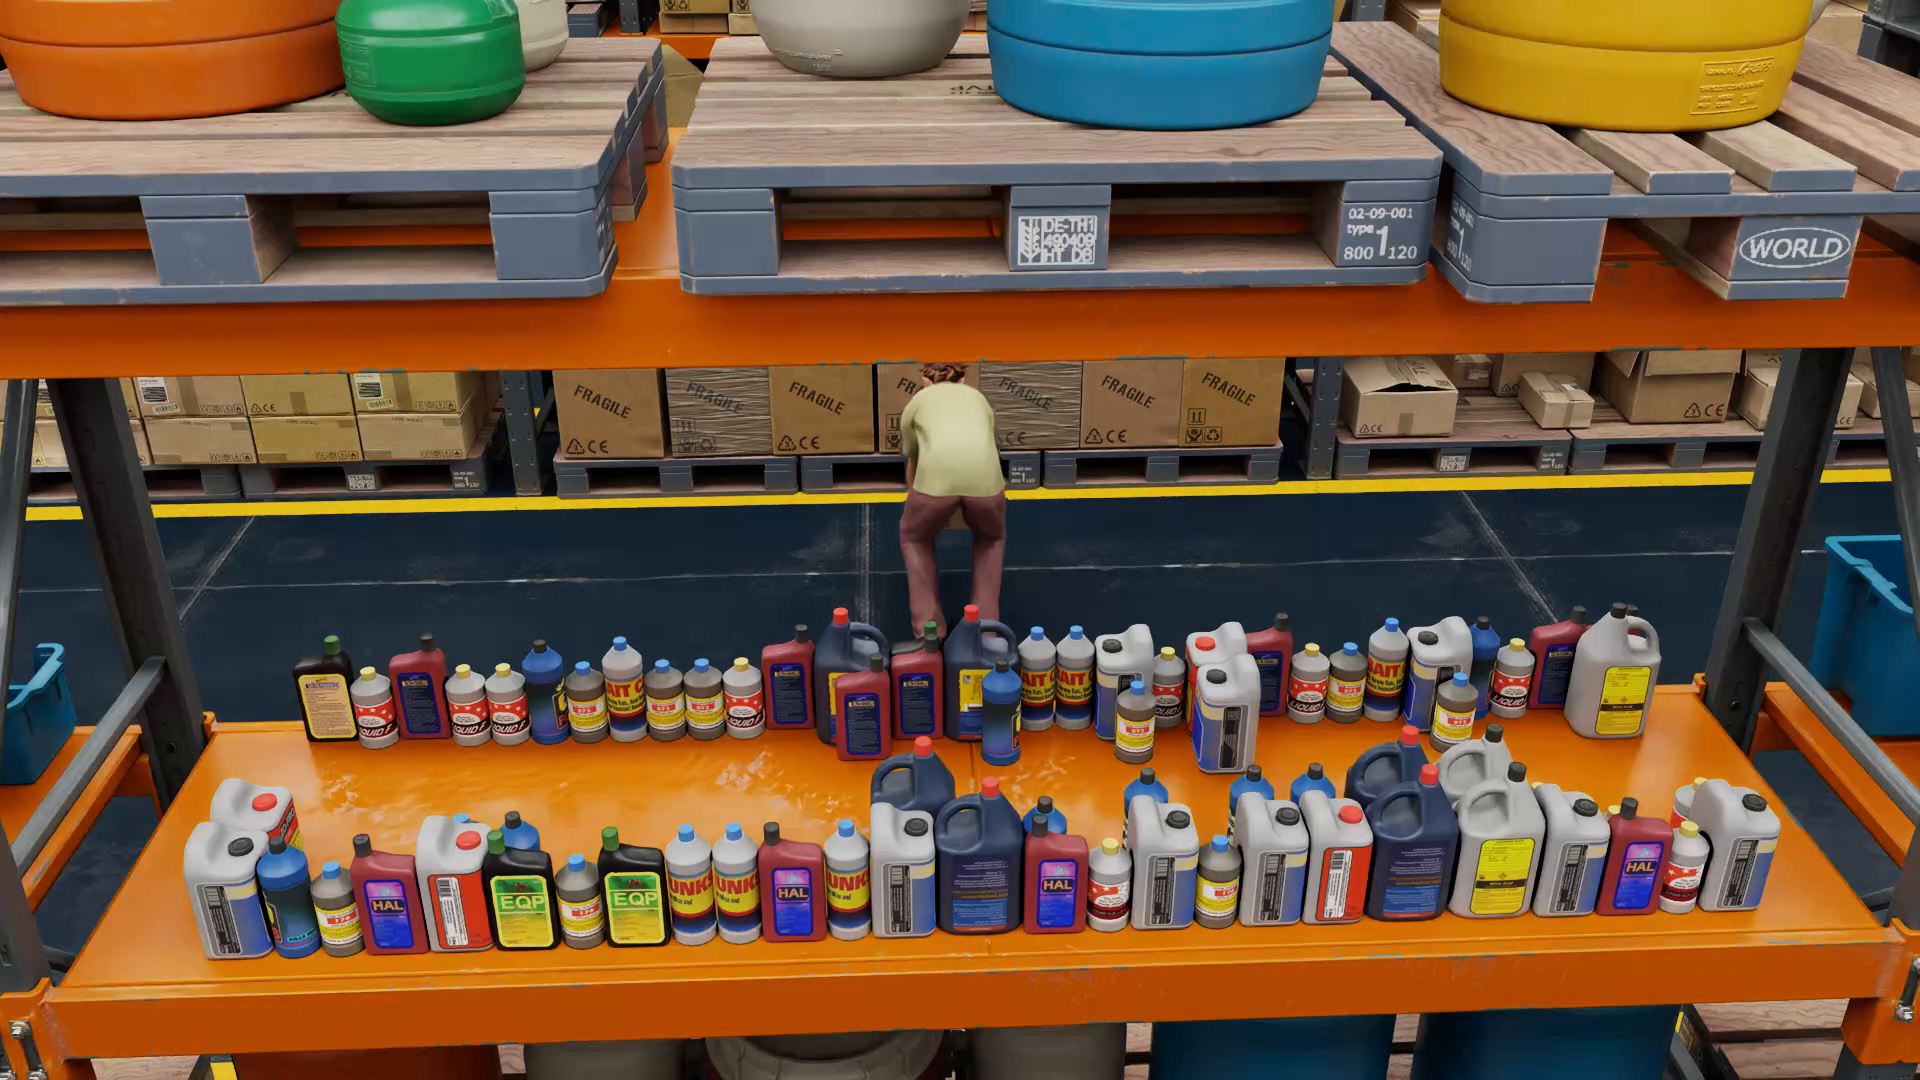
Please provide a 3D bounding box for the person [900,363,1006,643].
[{"bbox_3d":[-0.036,-0.155,7.005,0.447,1.131,0.854,-2,28,-5],"label":"person"}]
